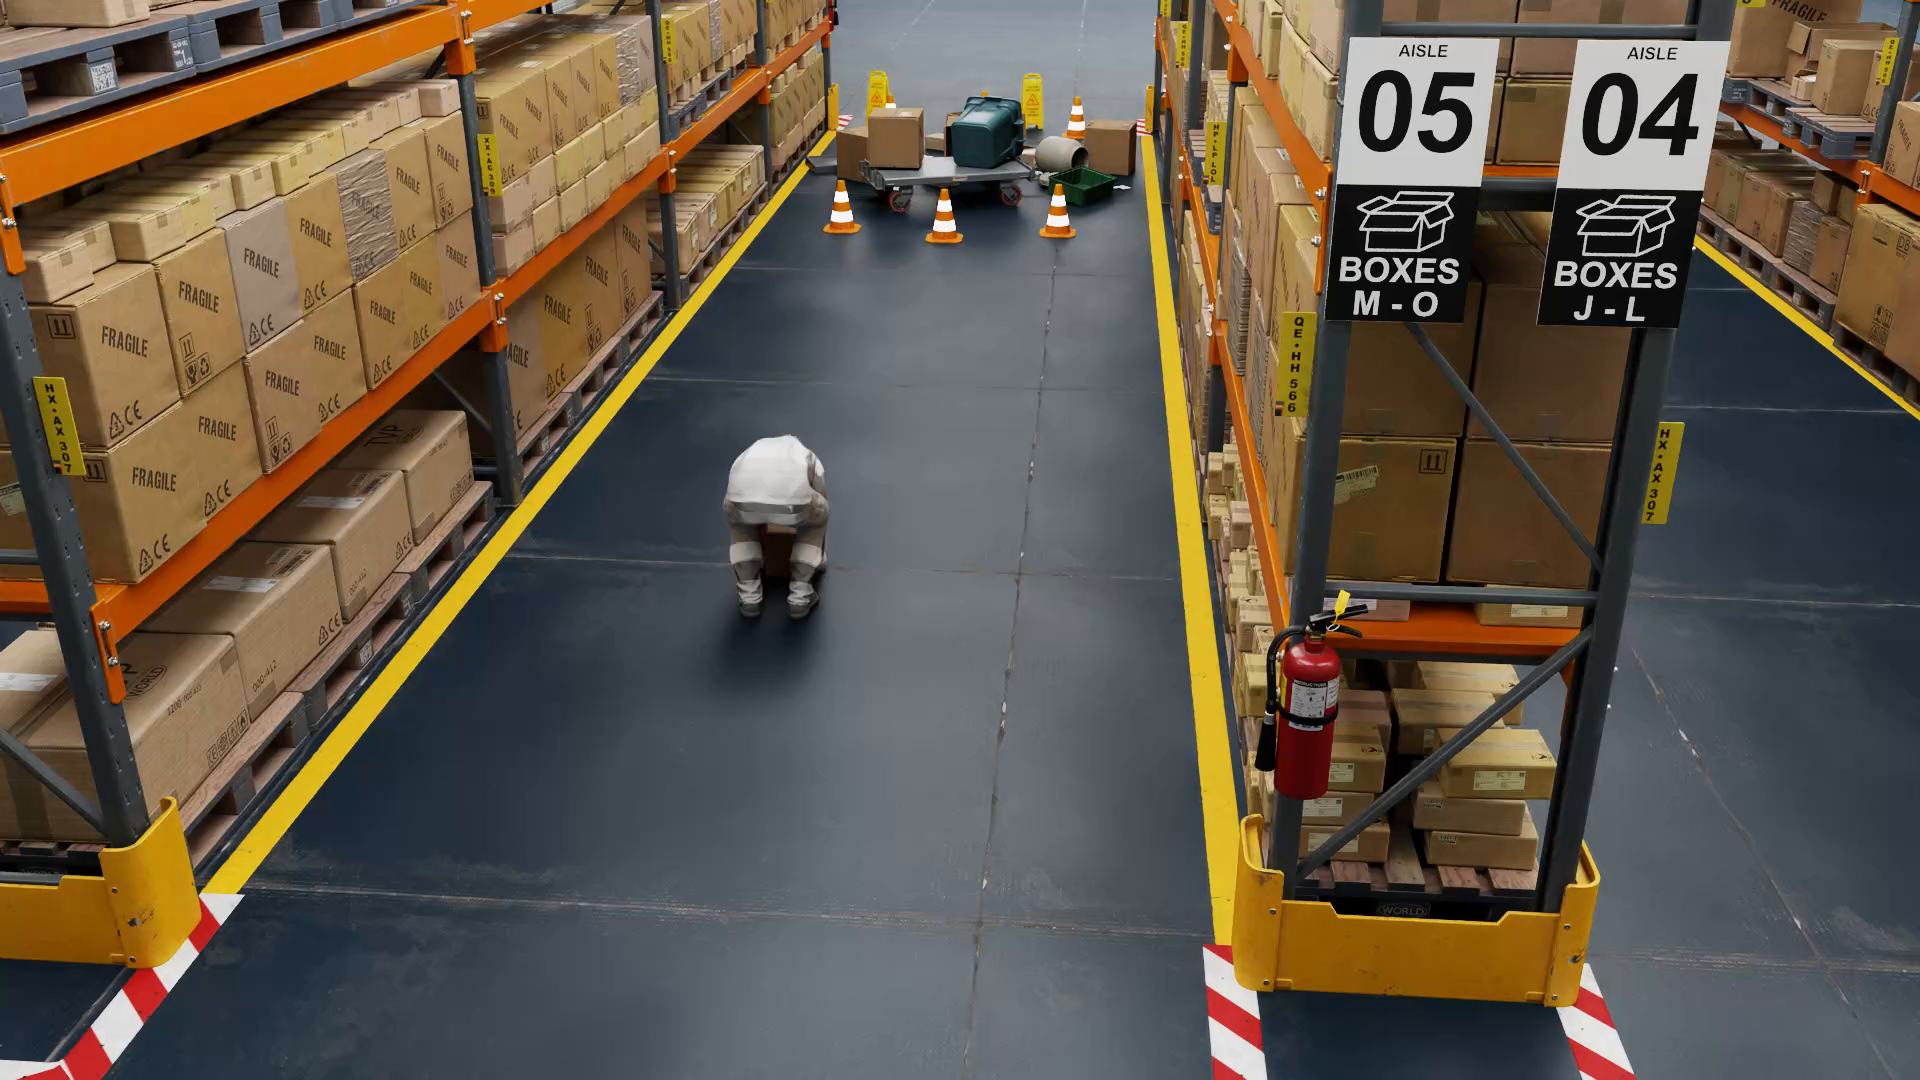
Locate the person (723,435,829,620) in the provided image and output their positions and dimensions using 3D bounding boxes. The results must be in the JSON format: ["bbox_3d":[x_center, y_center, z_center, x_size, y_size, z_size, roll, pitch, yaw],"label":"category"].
[{"bbox_3d":[-0.925,-0.126,8.450,0.537,0.915,0.956,1,24,2],"label":"person"}]
